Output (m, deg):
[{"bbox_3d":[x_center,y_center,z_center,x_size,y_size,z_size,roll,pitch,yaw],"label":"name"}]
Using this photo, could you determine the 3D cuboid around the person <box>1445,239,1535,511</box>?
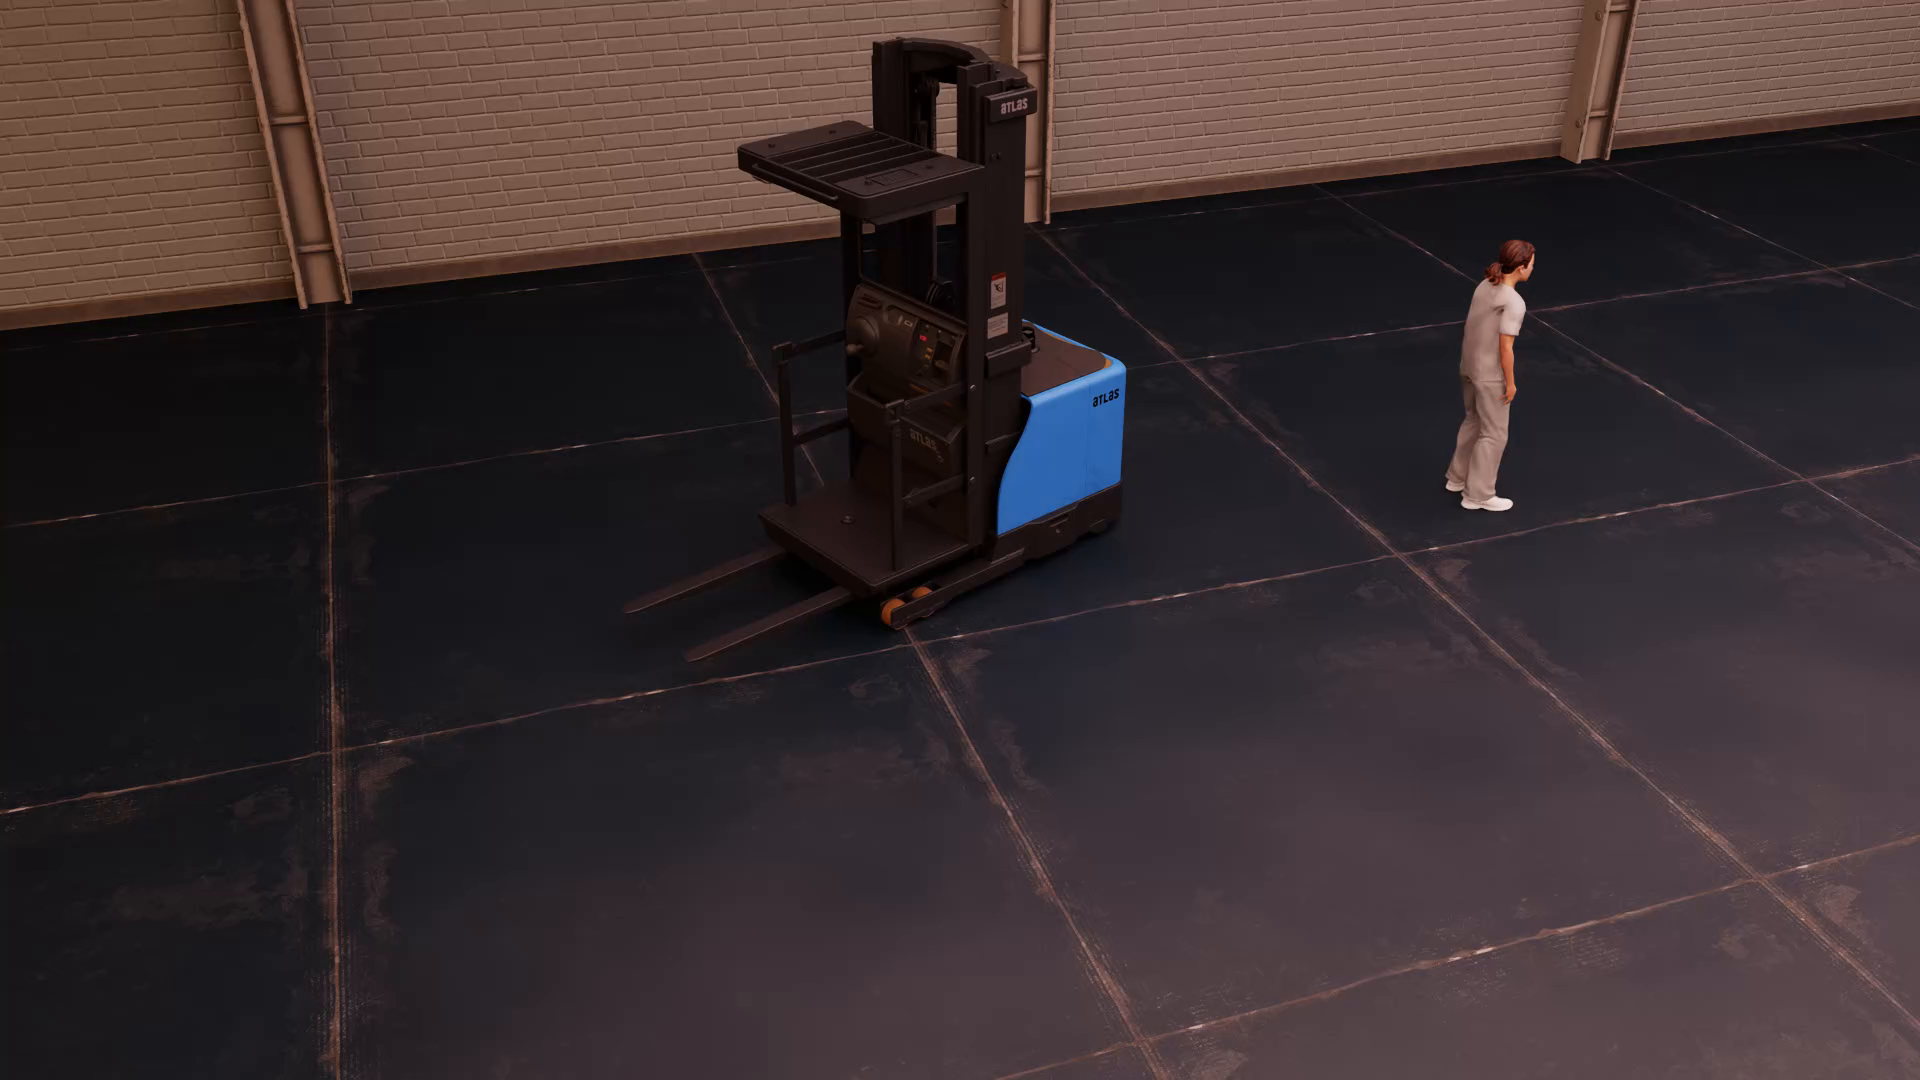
[{"bbox_3d":[3.231,-1.010,10.107,0.365,1.671,0.503,-6,30,-10],"label":"person"}]

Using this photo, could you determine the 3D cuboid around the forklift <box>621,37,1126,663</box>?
[{"bbox_3d":[-0.461,-1.072,8.951,3.031,2.935,1.130,-23,37,-34],"label":"forklift"}]
